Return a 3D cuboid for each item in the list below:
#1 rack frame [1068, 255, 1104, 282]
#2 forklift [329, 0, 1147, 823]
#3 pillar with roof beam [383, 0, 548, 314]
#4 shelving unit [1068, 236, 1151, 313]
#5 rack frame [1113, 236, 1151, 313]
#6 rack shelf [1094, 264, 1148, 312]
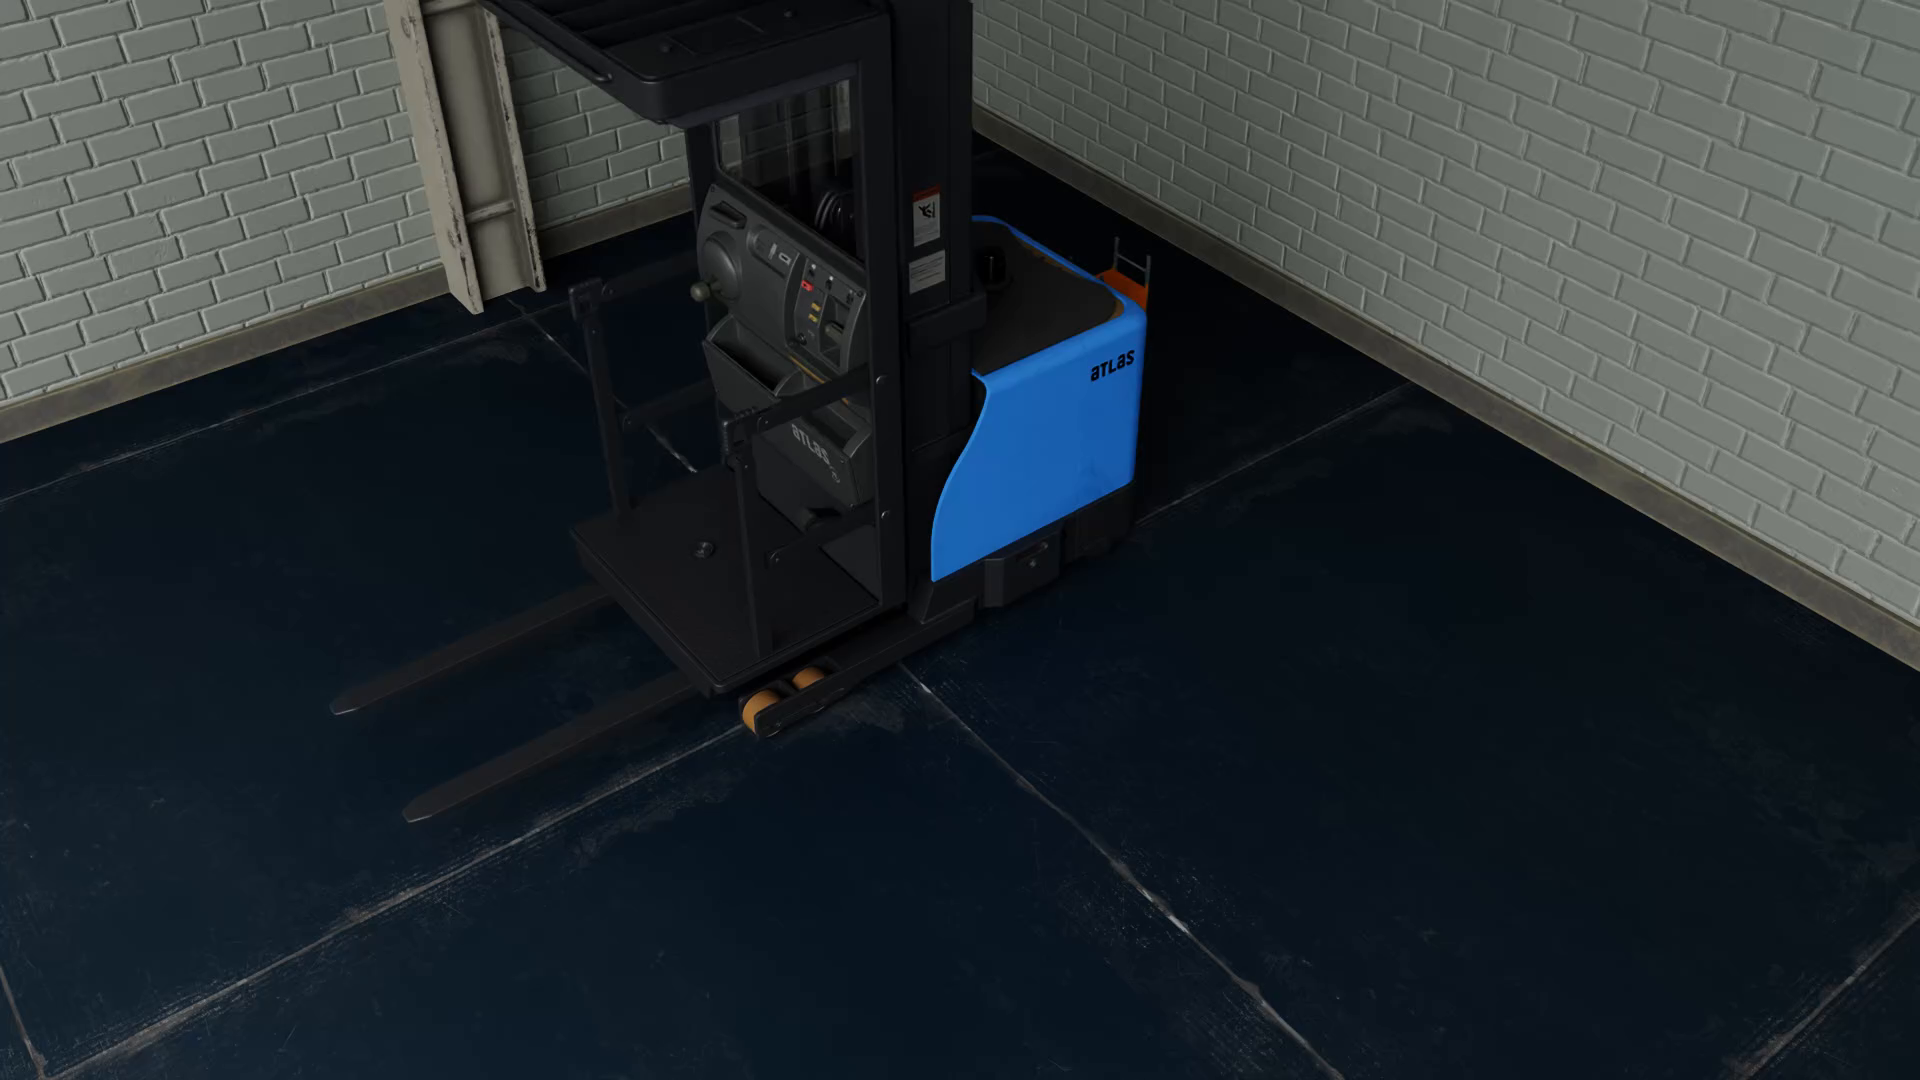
[{"bbox_3d":[0.483,-0.645,6.709,0.008,1.050,0.200,-26,46,-28],"label":"rack frame"},{"bbox_3d":[-0.768,-0.816,5.434,3.031,2.935,1.130,-26,46,-28],"label":"forklift"},{"bbox_3d":[0.324,-2.563,2.779,0.400,9.000,9.100,-26,46,-28],"label":"pillar with roof beam"},{"bbox_3d":[0.579,-0.693,6.767,0.252,1.050,0.215,-26,46,-28],"label":"shelving unit"},{"bbox_3d":[0.676,-0.740,6.825,0.008,1.050,0.200,-26,46,-28],"label":"rack frame"},{"bbox_3d":[0.579,-0.904,6.593,0.240,0.259,0.215,-26,46,-28],"label":"rack shelf"}]
